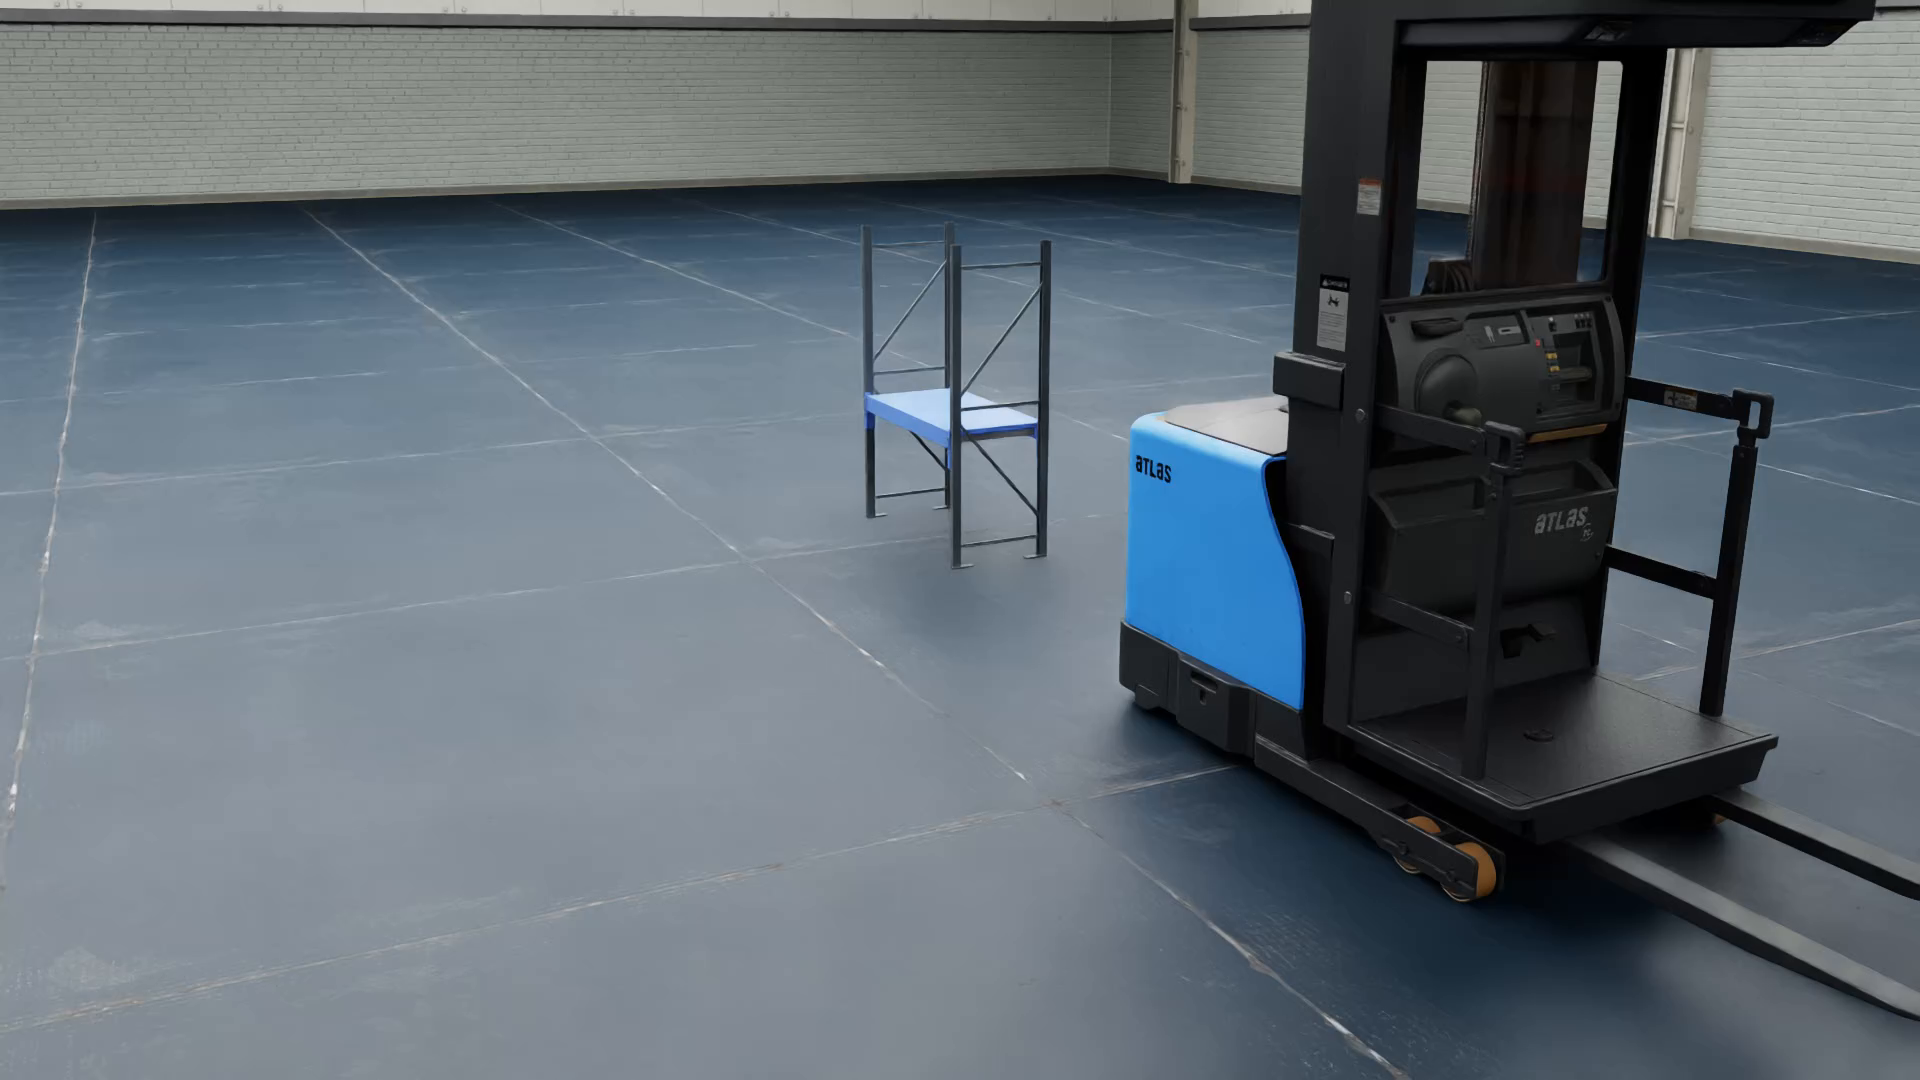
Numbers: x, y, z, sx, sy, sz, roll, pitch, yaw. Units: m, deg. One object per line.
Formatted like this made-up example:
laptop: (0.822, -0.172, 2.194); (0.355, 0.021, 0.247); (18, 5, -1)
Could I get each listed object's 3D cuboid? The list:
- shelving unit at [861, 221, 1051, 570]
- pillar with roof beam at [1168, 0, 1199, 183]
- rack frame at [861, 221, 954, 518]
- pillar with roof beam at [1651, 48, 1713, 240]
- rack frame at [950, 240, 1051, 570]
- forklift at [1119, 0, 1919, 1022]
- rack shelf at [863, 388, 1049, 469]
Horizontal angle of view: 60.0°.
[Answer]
shelving unit: (-0.037, -0.742, 8.117); (0.538, 1.500, 1.048); (-8, 18, -25)
pillar with roof beam: (0.478, -10.868, 29.808); (9.100, 9.000, 0.400); (-8, 18, -25)
rack frame: (-0.260, -0.868, 8.557); (0.500, 1.500, 0.032); (-8, 18, -25)
pillar with roof beam: (5.735, -7.892, 19.439); (9.100, 9.000, 0.400); (-8, 18, -25)
rack frame: (0.185, -0.616, 7.678); (0.500, 1.500, 0.032); (-8, 18, -25)
forklift: (1.736, -0.529, 4.781); (1.130, 2.935, 3.031); (-9, 18, -27)
rack shelf: (-0.037, -0.569, 8.167); (0.538, 0.185, 1.000); (-8, 18, -25)
